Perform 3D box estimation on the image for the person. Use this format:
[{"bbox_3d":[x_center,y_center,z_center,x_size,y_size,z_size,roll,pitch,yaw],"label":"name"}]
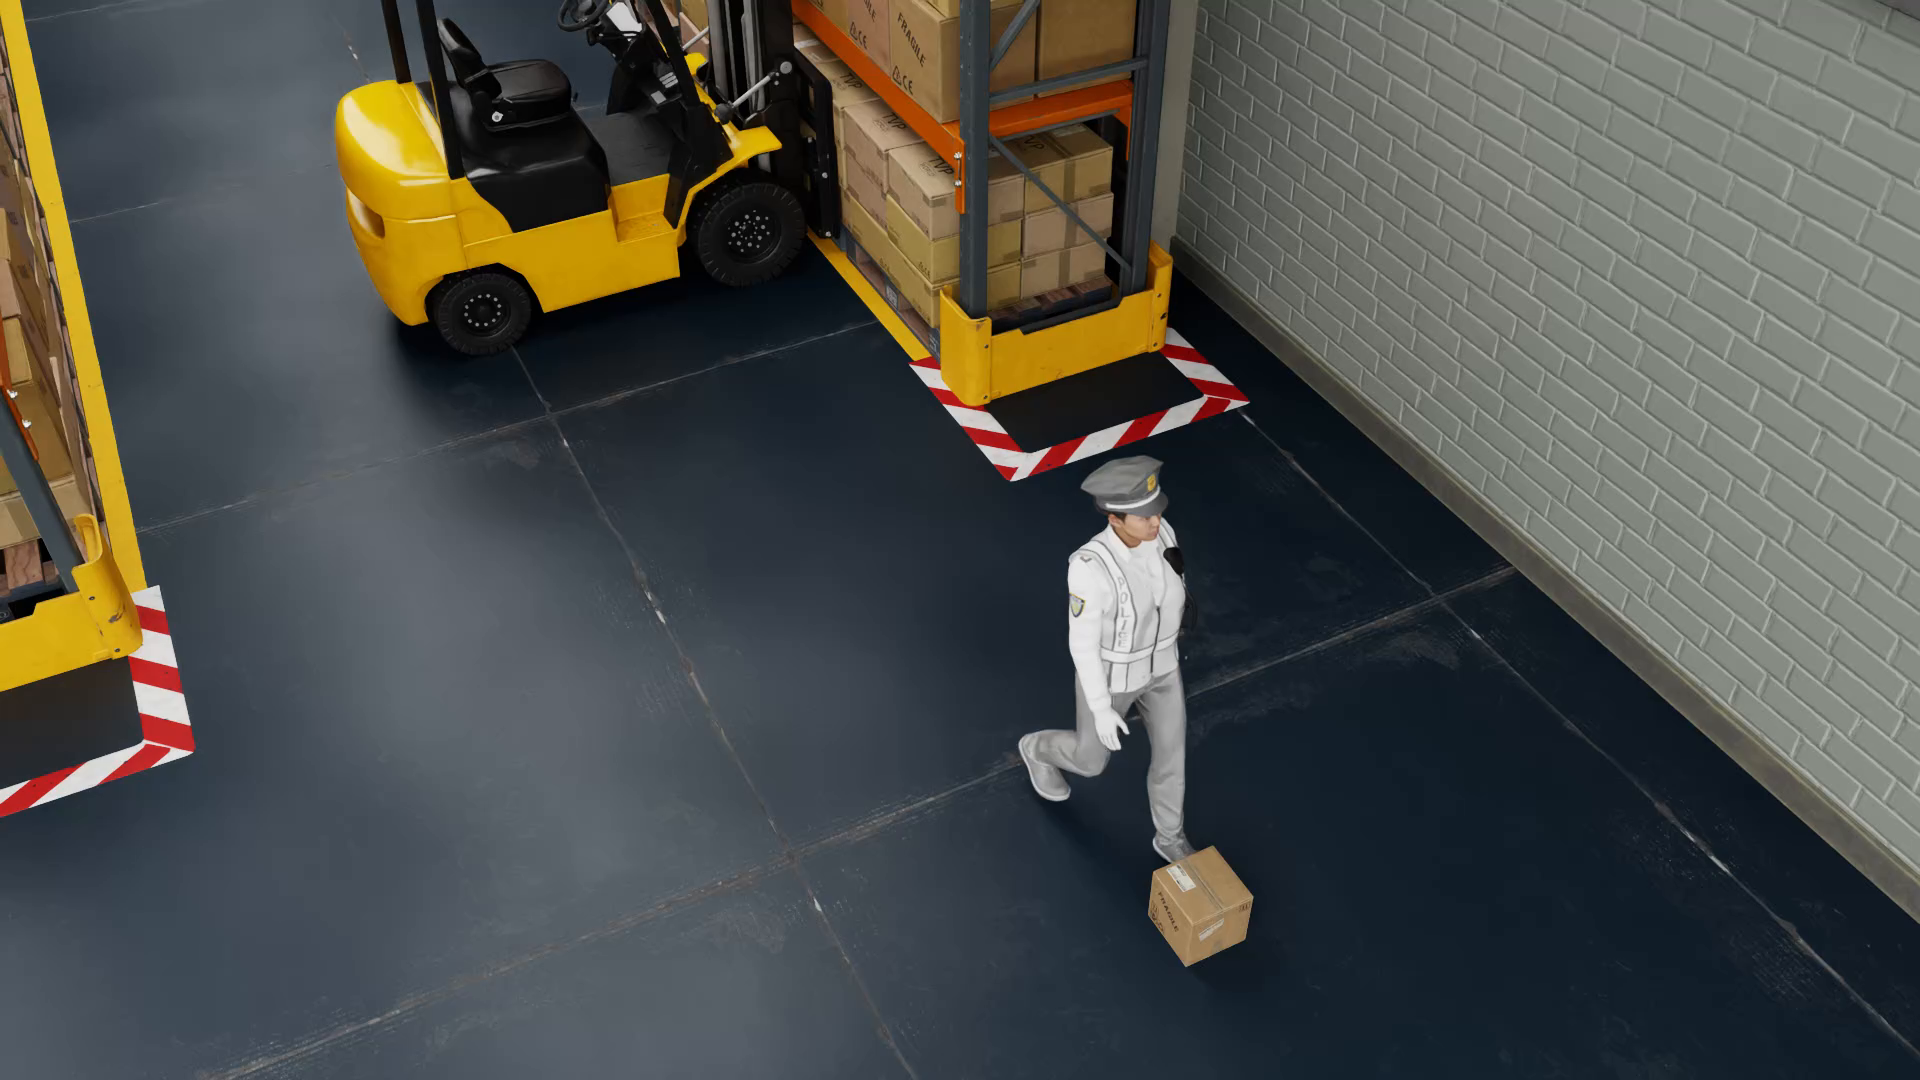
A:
[{"bbox_3d":[0.585,0.436,5.636,0.496,1.657,0.843,-24,47,-24],"label":"person"}]
